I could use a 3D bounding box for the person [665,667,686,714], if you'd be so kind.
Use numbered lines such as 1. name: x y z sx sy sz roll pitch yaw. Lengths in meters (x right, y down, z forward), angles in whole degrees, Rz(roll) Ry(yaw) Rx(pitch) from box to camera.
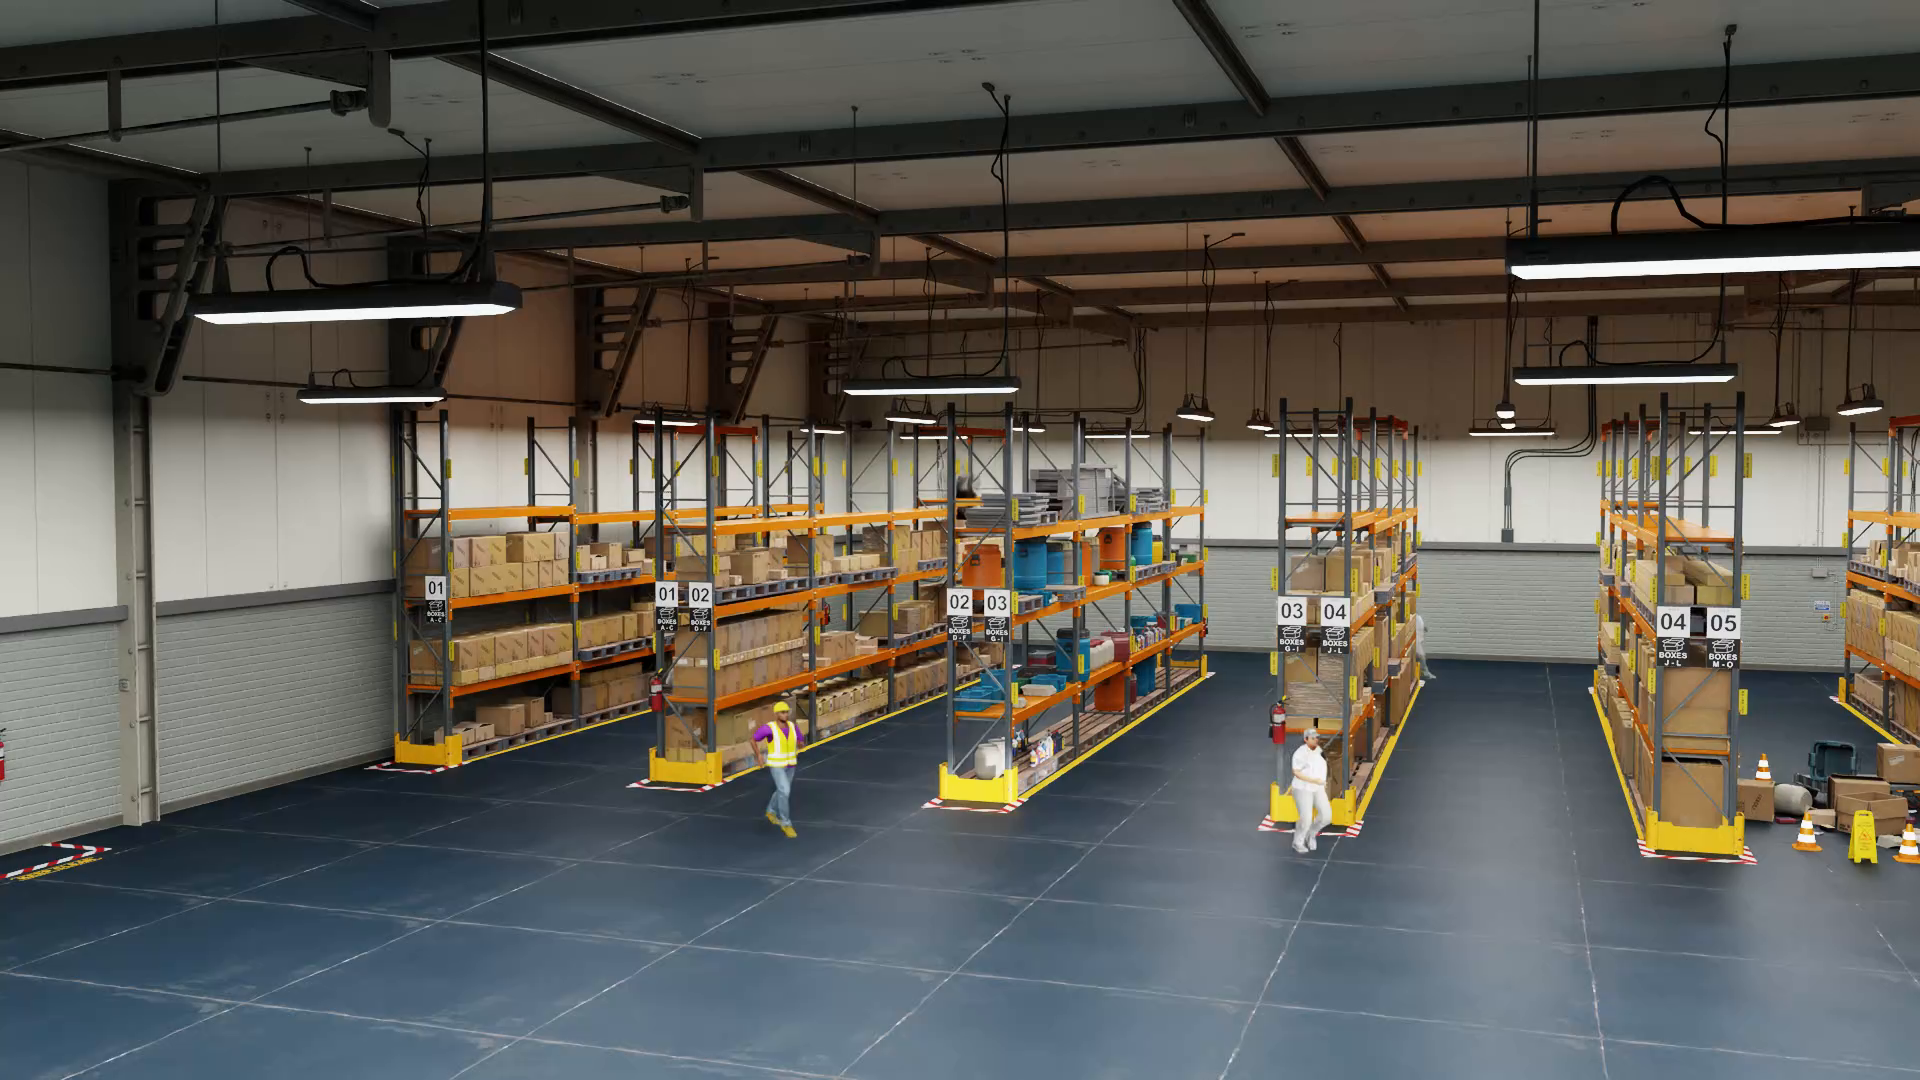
1. person: -5.134 2.902 30.474 0.559 1.594 0.857 0 2 11

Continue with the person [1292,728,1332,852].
1. person: 4.588 3.254 21.599 0.631 1.631 0.597 -1 3 -31

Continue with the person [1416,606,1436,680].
1. person: 10.798 2.428 39.580 0.689 1.759 0.947 -2 3 -44

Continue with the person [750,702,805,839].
1. person: -2.449 3.124 22.833 0.678 1.809 0.868 -2 3 -43
